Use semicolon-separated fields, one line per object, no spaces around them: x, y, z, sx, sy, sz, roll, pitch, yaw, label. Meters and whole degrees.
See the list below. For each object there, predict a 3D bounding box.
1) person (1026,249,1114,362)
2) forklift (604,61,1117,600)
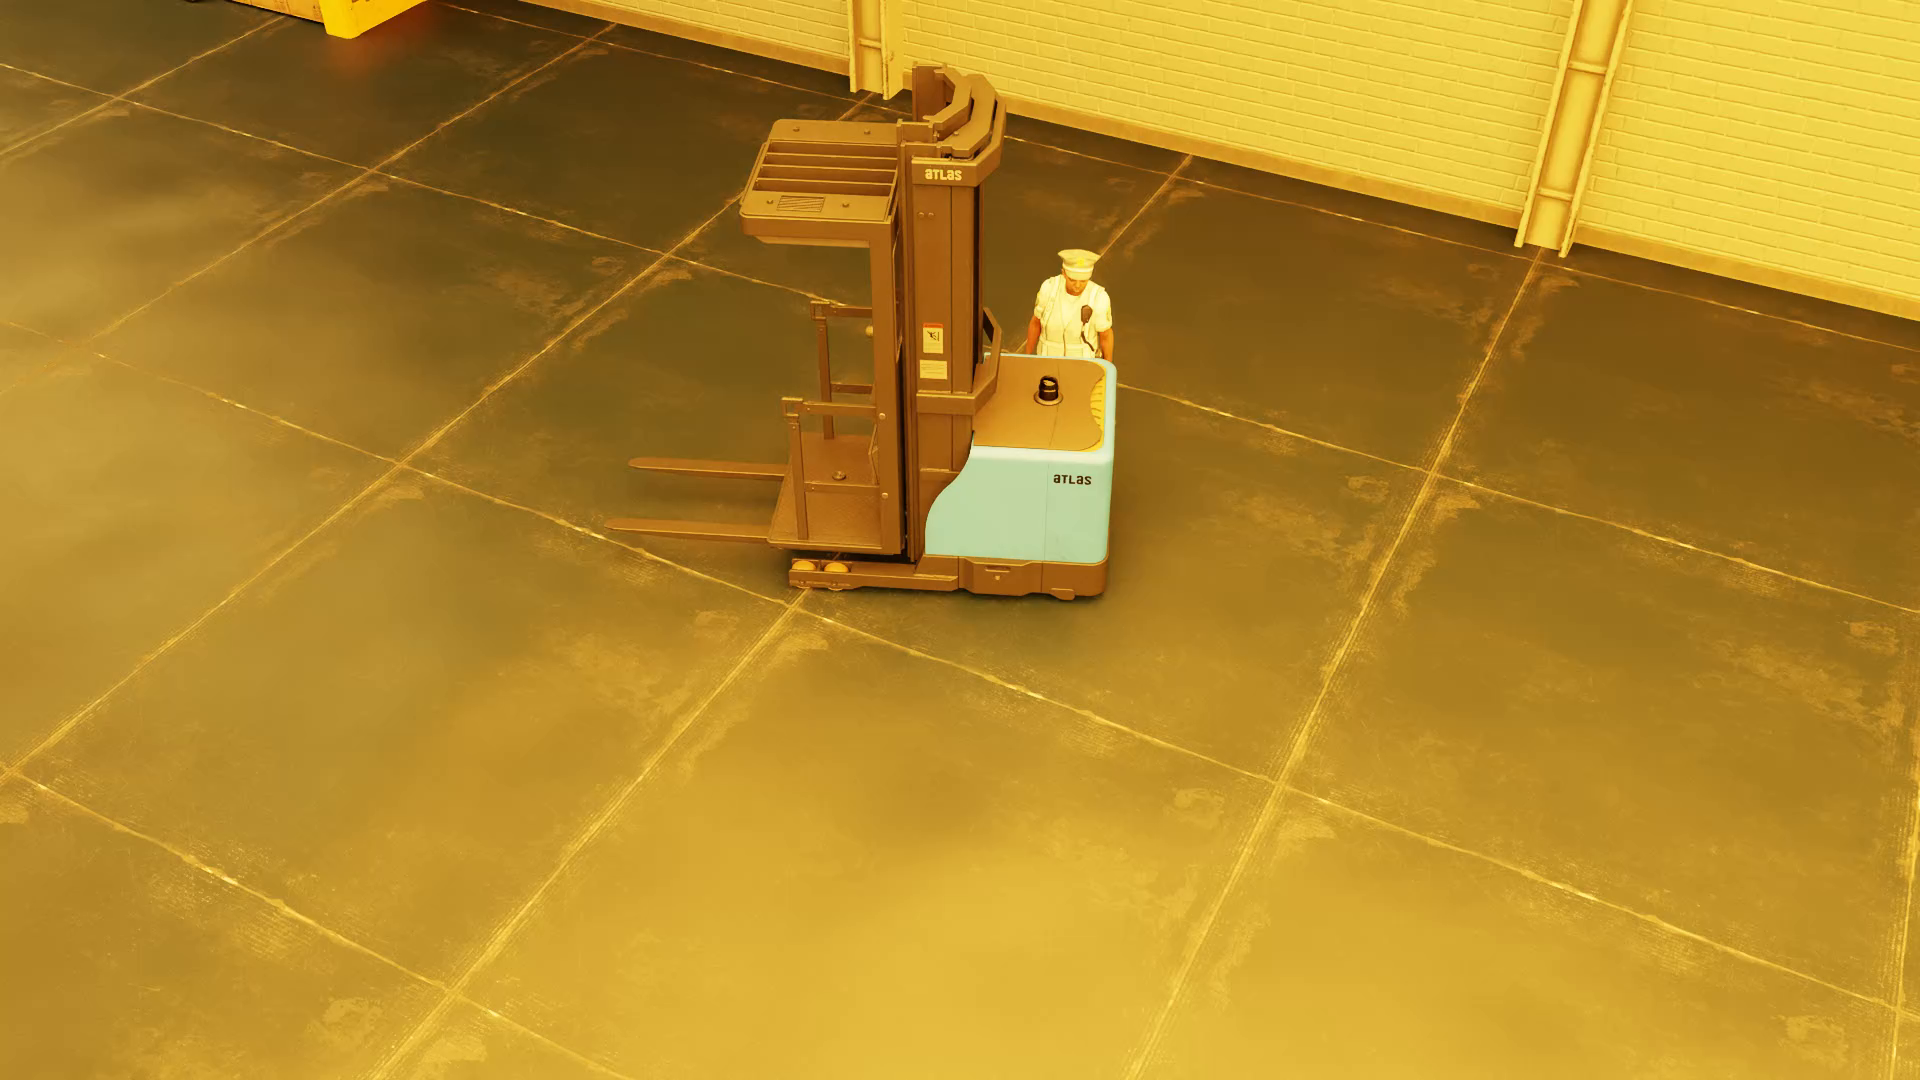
0.619;-1.005;10.137;0.573;1.685;0.567;9;41;10;person
-0.606;-1.157;9.360;3.031;2.935;1.130;3;40;4;forklift
